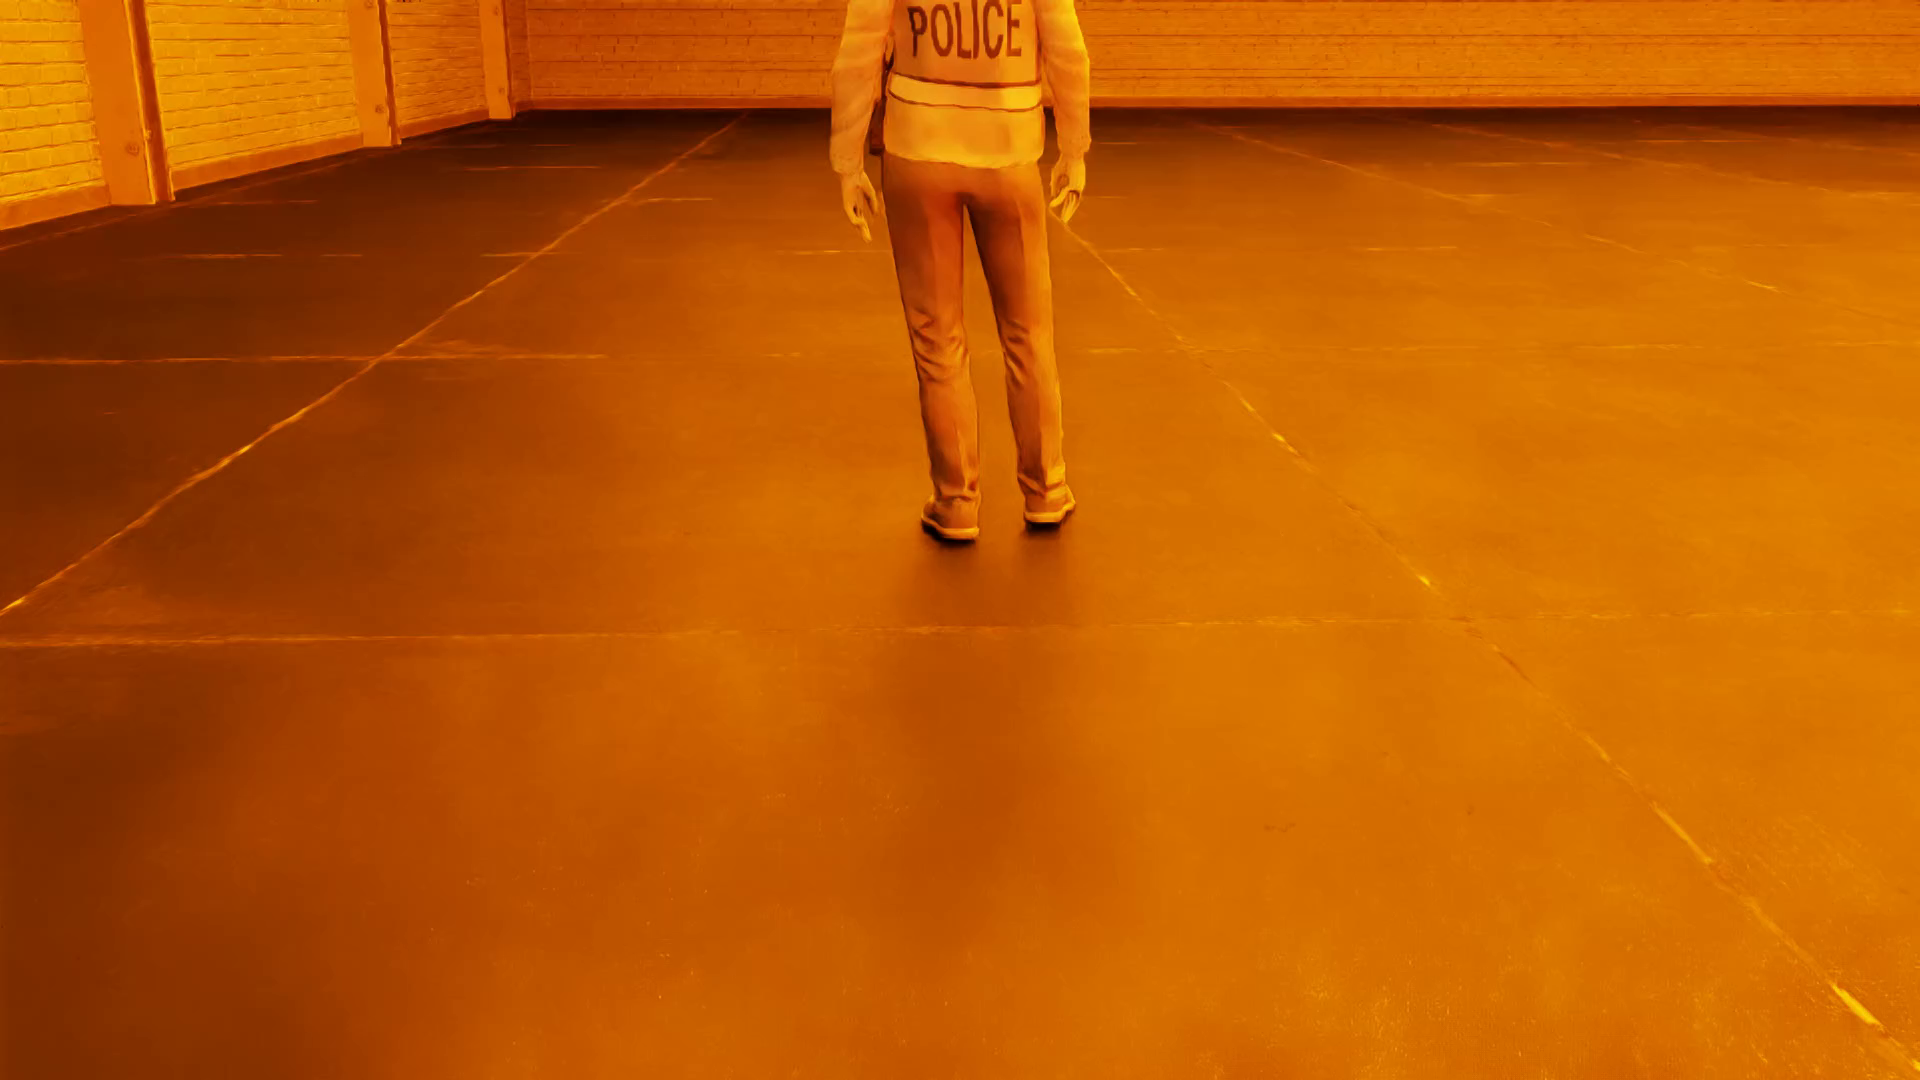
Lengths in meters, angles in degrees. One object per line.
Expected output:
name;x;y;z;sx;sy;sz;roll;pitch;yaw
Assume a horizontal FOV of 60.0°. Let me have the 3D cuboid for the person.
person;0.003;-0.838;3.733;0.586;1.695;0.533;-1;17;-3
